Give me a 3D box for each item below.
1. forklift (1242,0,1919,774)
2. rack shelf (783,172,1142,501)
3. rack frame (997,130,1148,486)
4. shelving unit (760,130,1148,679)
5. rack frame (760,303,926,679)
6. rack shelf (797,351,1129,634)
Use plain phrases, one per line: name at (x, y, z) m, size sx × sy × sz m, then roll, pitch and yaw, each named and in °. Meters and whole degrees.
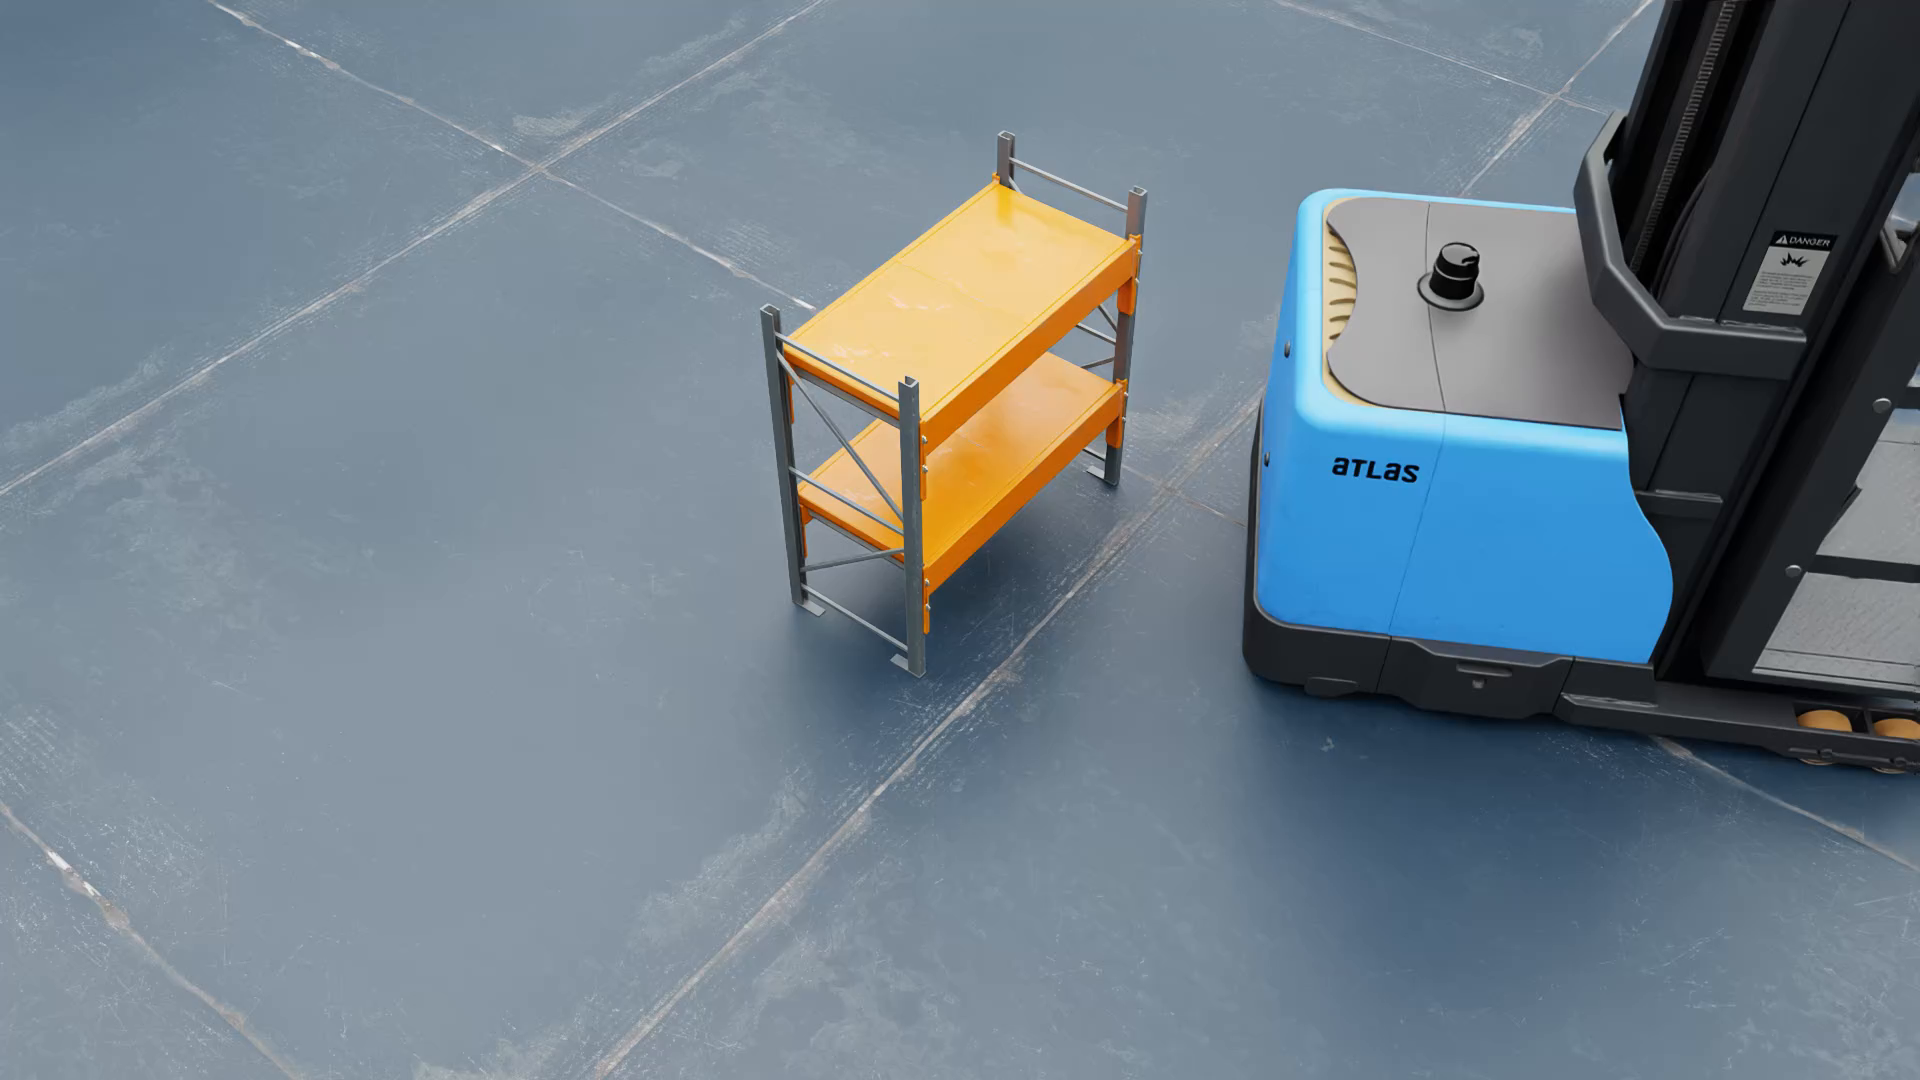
forklift at (2.383, -0.777, 3.966) m, size 3.031 × 2.935 × 1.130 m, roll 6°, pitch 47°, yaw 6°
rack shelf at (0.004, -0.595, 4.635) m, size 0.538 × 0.278 × 1.000 m, roll 29°, pitch 53°, yaw 25°
rack frame at (0.315, -0.683, 5.125) m, size 0.500 × 1.125 × 0.032 m, roll 29°, pitch 53°, yaw 25°
shelving unit at (0.004, -0.392, 4.847) m, size 0.538 × 1.125 × 1.048 m, roll 29°, pitch 53°, yaw 25°
rack frame at (-0.307, -0.102, 4.569) m, size 0.500 × 1.125 × 0.032 m, roll 29°, pitch 53°, yaw 25°
rack shelf at (0.004, -0.224, 5.024) m, size 0.538 × 0.278 × 1.000 m, roll 29°, pitch 53°, yaw 25°
